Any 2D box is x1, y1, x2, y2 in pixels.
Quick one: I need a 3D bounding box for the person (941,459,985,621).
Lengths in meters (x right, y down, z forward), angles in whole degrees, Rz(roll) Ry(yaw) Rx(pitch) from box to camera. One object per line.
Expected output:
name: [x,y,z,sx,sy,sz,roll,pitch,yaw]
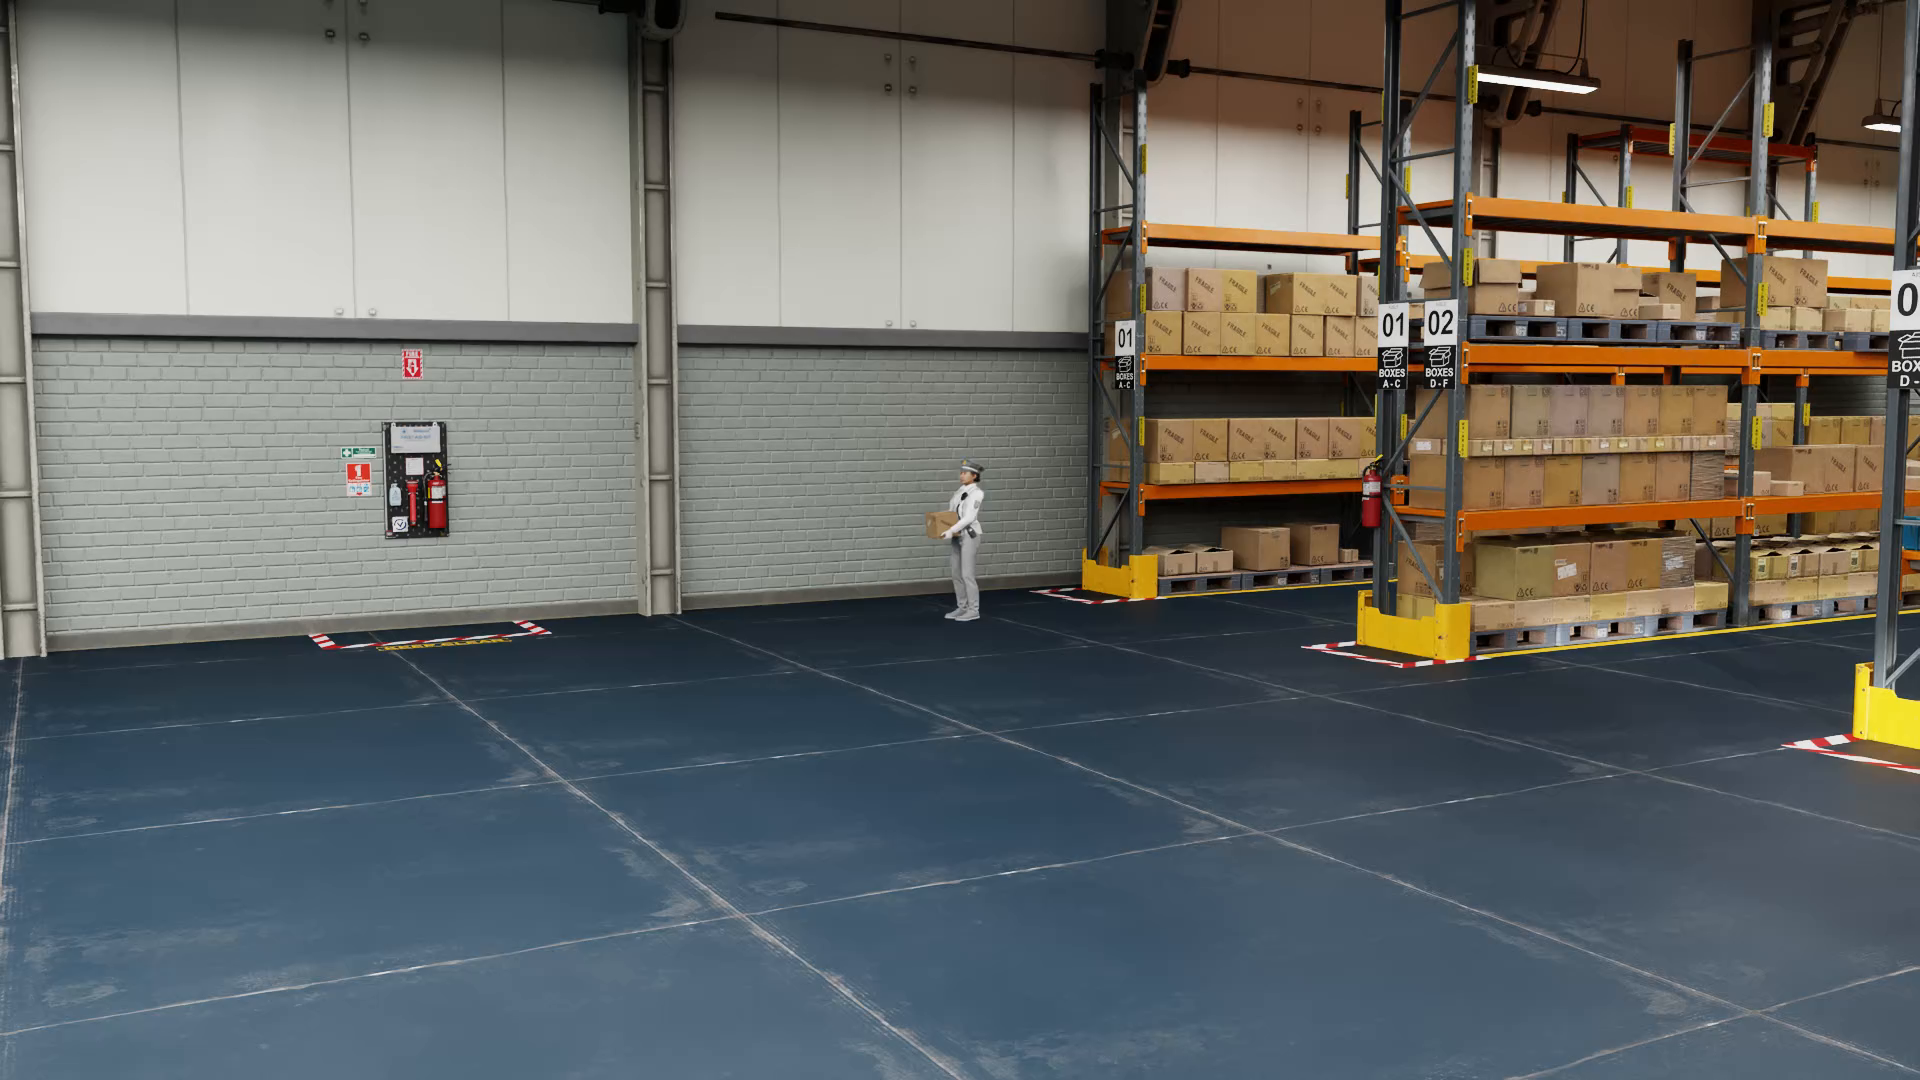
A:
person: [-0.014,-0.003,17.412,0.556,1.686,0.455,-3,6,-28]
